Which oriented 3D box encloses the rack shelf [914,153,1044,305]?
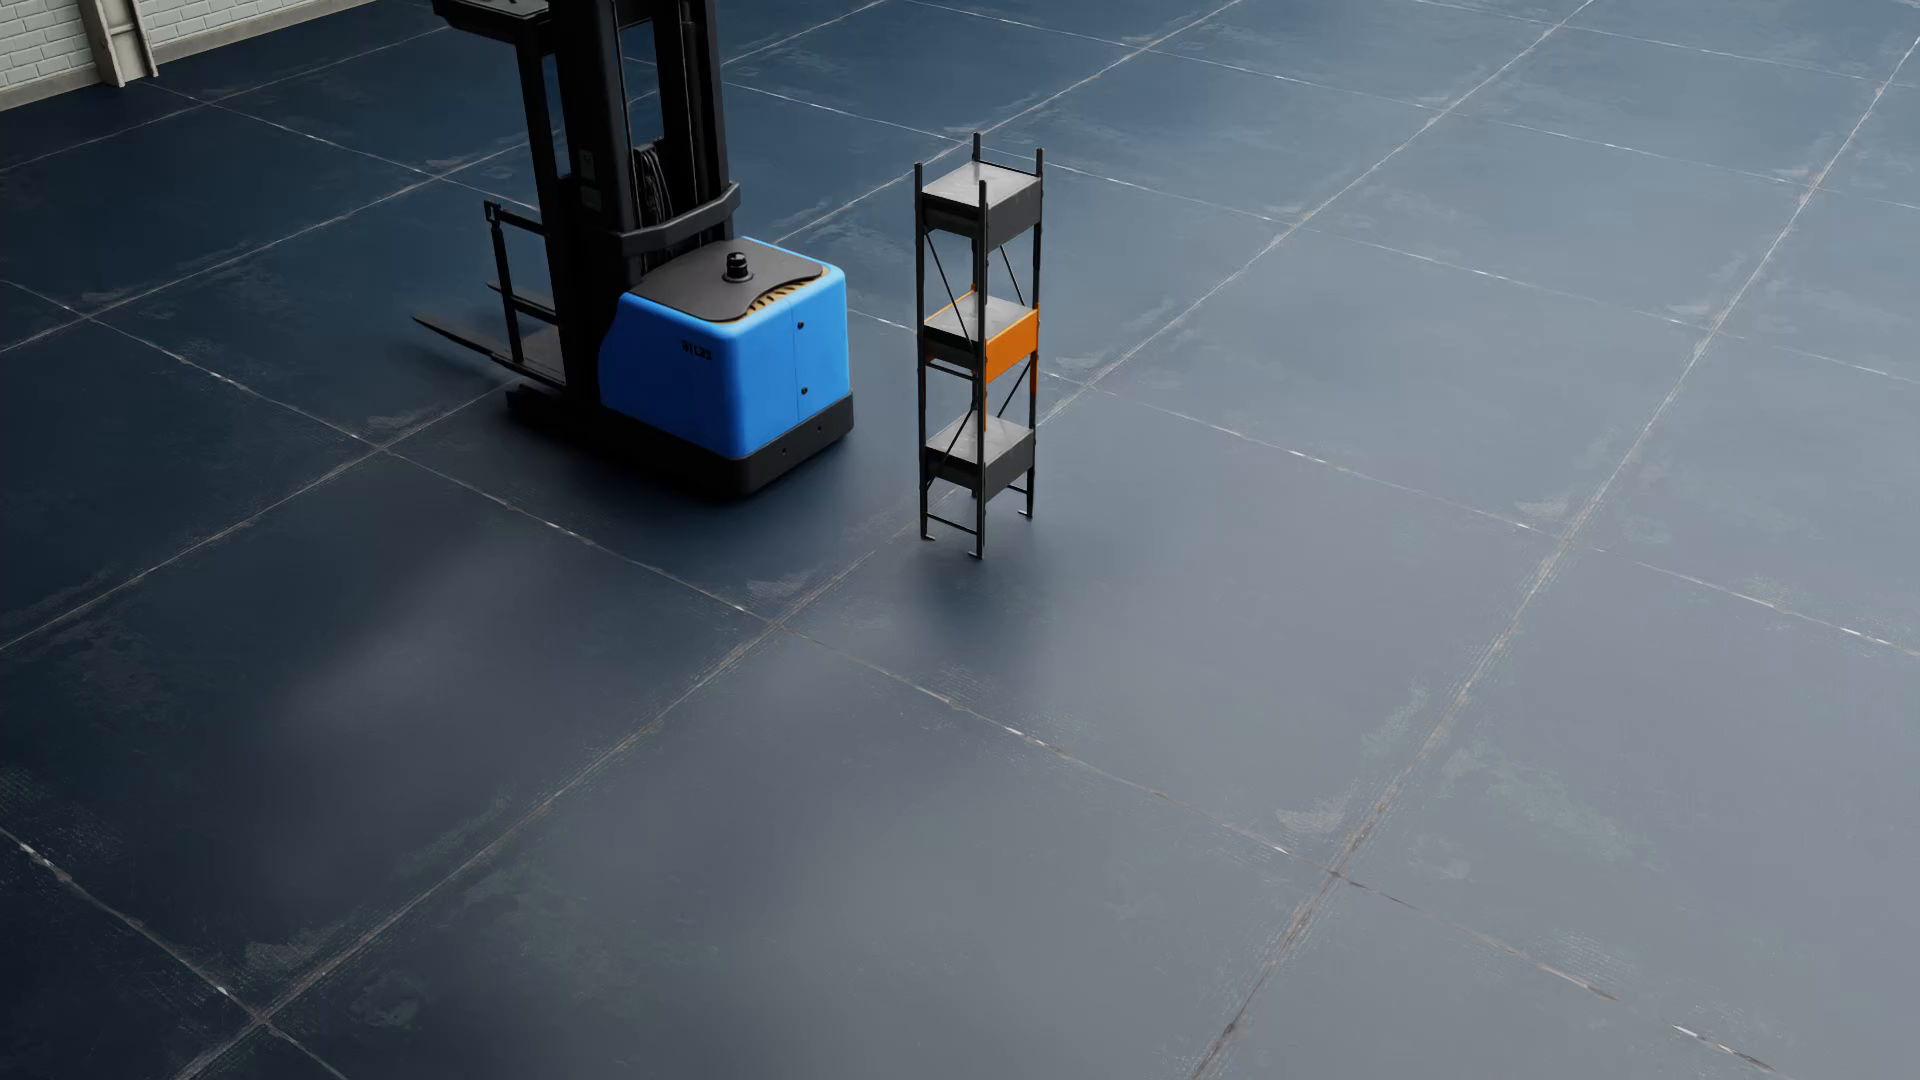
[{"bbox_3d":[0.094,-1.515,8.066,0.431,0.518,0.480,21,39,28],"label":"rack shelf"}]

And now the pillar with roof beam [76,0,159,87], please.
[{"bbox_3d":[-4.029,-6.561,10.595,9.100,9.000,0.400,21,39,28],"label":"pillar with roof beam"}]

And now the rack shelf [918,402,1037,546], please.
[{"bbox_3d":[0.094,-0.355,8.850,0.431,0.518,0.480,21,39,28],"label":"rack shelf"}]

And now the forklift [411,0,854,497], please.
[{"bbox_3d":[-2.108,-2.111,9.431,3.031,2.935,1.130,23,40,30],"label":"forklift"}]

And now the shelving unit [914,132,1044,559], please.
[{"bbox_3d":[0.094,-0.946,8.450,0.431,2.100,0.503,21,39,28],"label":"shelving unit"}]

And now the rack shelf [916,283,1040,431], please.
[{"bbox_3d":[0.094,-0.935,8.458,0.431,0.518,0.480,21,39,28],"label":"rack shelf"}]

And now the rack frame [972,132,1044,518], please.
[{"bbox_3d":[0.234,-1.058,8.616,0.400,2.100,0.015,21,39,28],"label":"rack frame"}]

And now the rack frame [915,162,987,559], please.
[{"bbox_3d":[-0.045,-0.834,8.284,0.400,2.100,0.015,21,39,28],"label":"rack frame"}]
